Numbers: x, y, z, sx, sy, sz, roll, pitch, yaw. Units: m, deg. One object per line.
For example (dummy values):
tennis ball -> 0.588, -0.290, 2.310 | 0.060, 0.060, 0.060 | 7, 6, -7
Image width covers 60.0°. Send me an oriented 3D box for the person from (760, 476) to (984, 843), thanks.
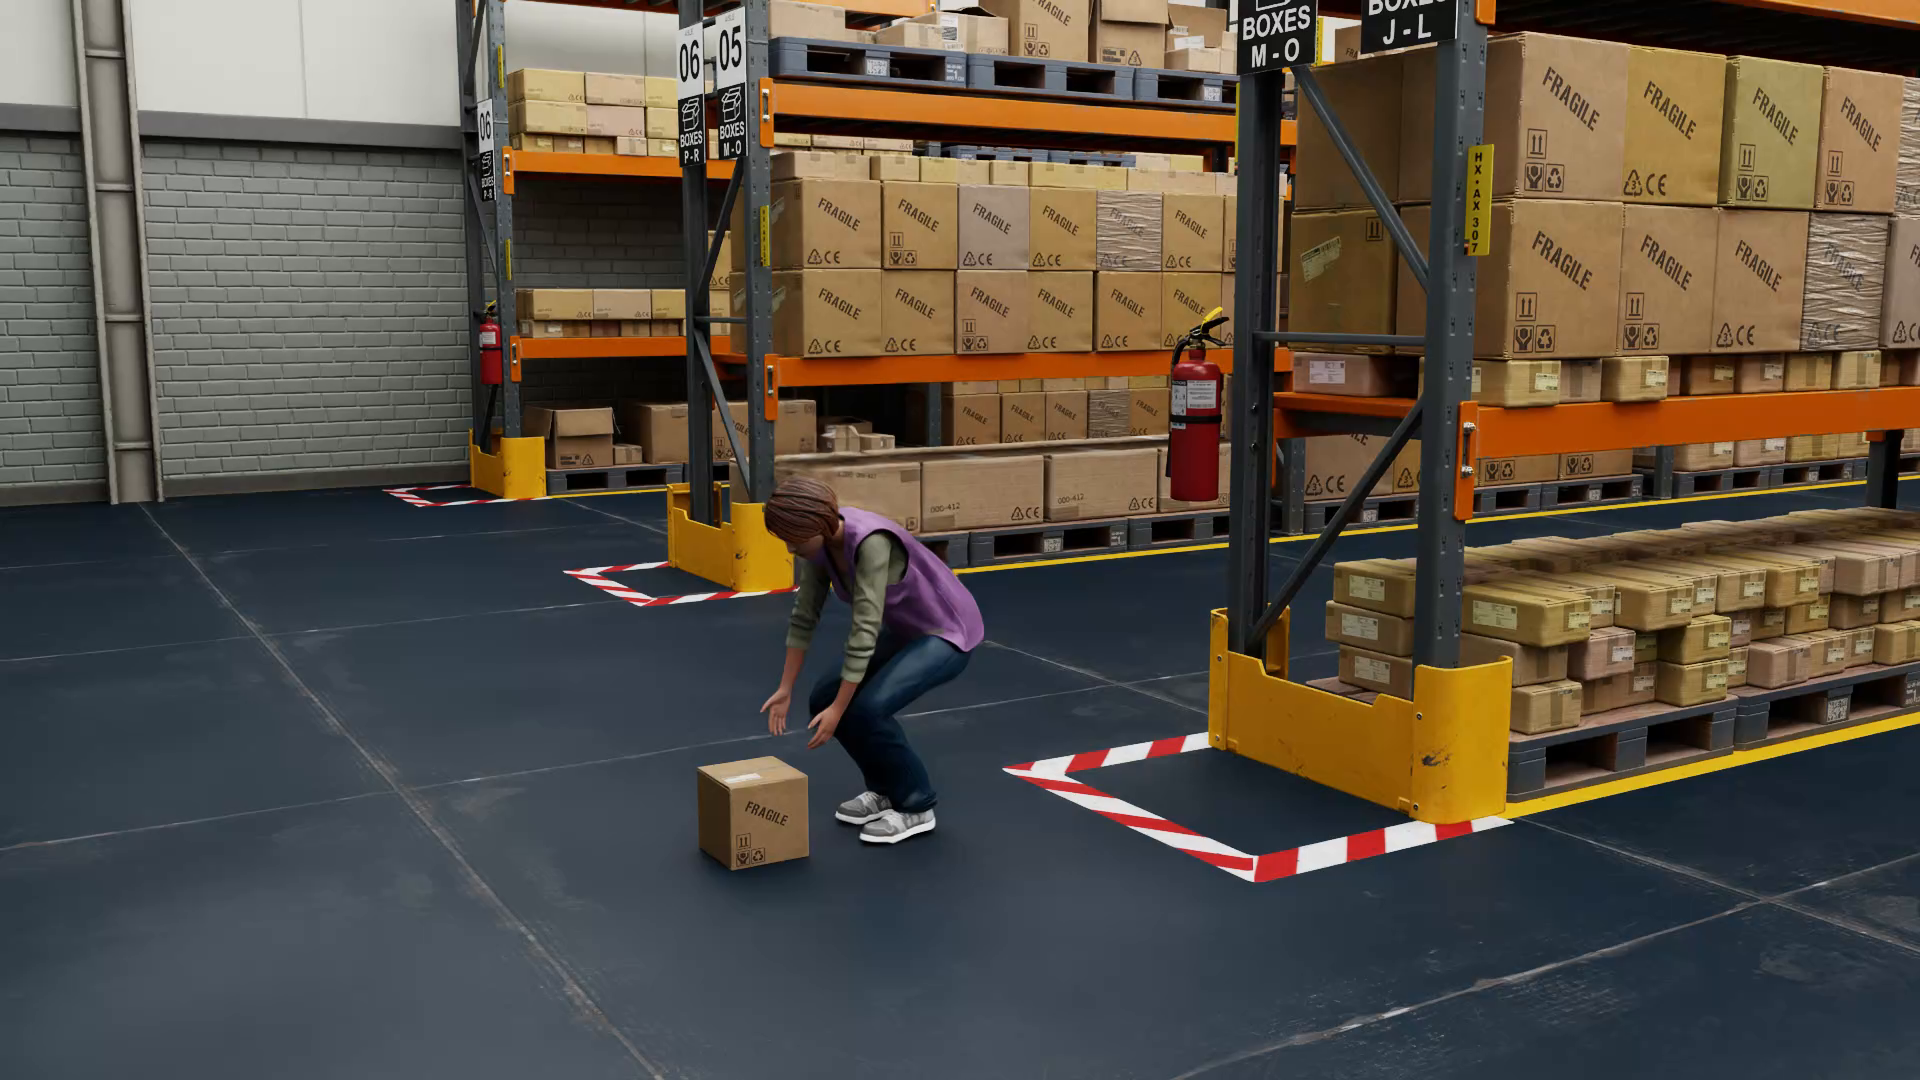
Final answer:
person -> -0.254, 0.364, 5.084 | 0.736, 1.109, 0.462 | -5, 10, -31
